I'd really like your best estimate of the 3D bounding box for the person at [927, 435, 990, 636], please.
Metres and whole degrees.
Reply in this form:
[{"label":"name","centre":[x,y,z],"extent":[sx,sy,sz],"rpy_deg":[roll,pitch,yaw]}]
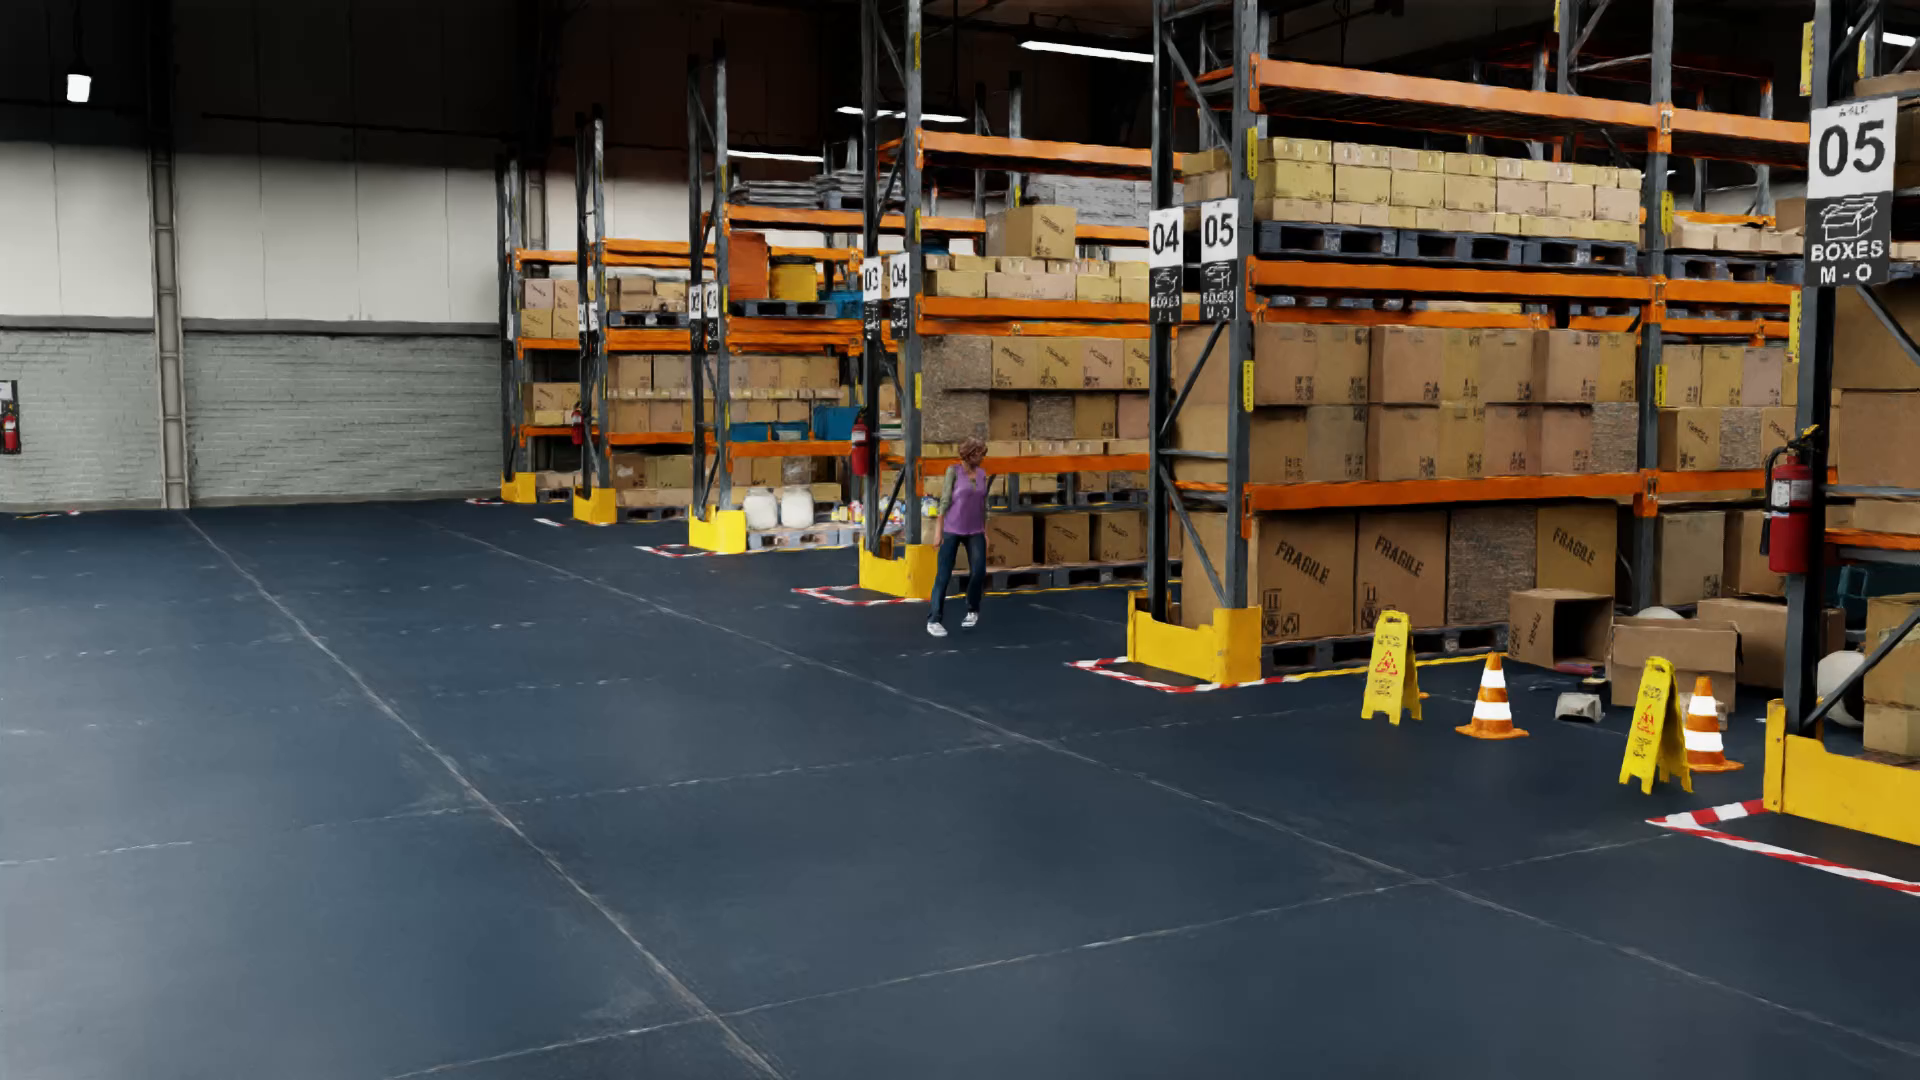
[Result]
[{"label":"person","centre":[-0.004,-0.037,13.235],"extent":[0.526,1.569,0.372],"rpy_deg":[-2,6,-21]}]
